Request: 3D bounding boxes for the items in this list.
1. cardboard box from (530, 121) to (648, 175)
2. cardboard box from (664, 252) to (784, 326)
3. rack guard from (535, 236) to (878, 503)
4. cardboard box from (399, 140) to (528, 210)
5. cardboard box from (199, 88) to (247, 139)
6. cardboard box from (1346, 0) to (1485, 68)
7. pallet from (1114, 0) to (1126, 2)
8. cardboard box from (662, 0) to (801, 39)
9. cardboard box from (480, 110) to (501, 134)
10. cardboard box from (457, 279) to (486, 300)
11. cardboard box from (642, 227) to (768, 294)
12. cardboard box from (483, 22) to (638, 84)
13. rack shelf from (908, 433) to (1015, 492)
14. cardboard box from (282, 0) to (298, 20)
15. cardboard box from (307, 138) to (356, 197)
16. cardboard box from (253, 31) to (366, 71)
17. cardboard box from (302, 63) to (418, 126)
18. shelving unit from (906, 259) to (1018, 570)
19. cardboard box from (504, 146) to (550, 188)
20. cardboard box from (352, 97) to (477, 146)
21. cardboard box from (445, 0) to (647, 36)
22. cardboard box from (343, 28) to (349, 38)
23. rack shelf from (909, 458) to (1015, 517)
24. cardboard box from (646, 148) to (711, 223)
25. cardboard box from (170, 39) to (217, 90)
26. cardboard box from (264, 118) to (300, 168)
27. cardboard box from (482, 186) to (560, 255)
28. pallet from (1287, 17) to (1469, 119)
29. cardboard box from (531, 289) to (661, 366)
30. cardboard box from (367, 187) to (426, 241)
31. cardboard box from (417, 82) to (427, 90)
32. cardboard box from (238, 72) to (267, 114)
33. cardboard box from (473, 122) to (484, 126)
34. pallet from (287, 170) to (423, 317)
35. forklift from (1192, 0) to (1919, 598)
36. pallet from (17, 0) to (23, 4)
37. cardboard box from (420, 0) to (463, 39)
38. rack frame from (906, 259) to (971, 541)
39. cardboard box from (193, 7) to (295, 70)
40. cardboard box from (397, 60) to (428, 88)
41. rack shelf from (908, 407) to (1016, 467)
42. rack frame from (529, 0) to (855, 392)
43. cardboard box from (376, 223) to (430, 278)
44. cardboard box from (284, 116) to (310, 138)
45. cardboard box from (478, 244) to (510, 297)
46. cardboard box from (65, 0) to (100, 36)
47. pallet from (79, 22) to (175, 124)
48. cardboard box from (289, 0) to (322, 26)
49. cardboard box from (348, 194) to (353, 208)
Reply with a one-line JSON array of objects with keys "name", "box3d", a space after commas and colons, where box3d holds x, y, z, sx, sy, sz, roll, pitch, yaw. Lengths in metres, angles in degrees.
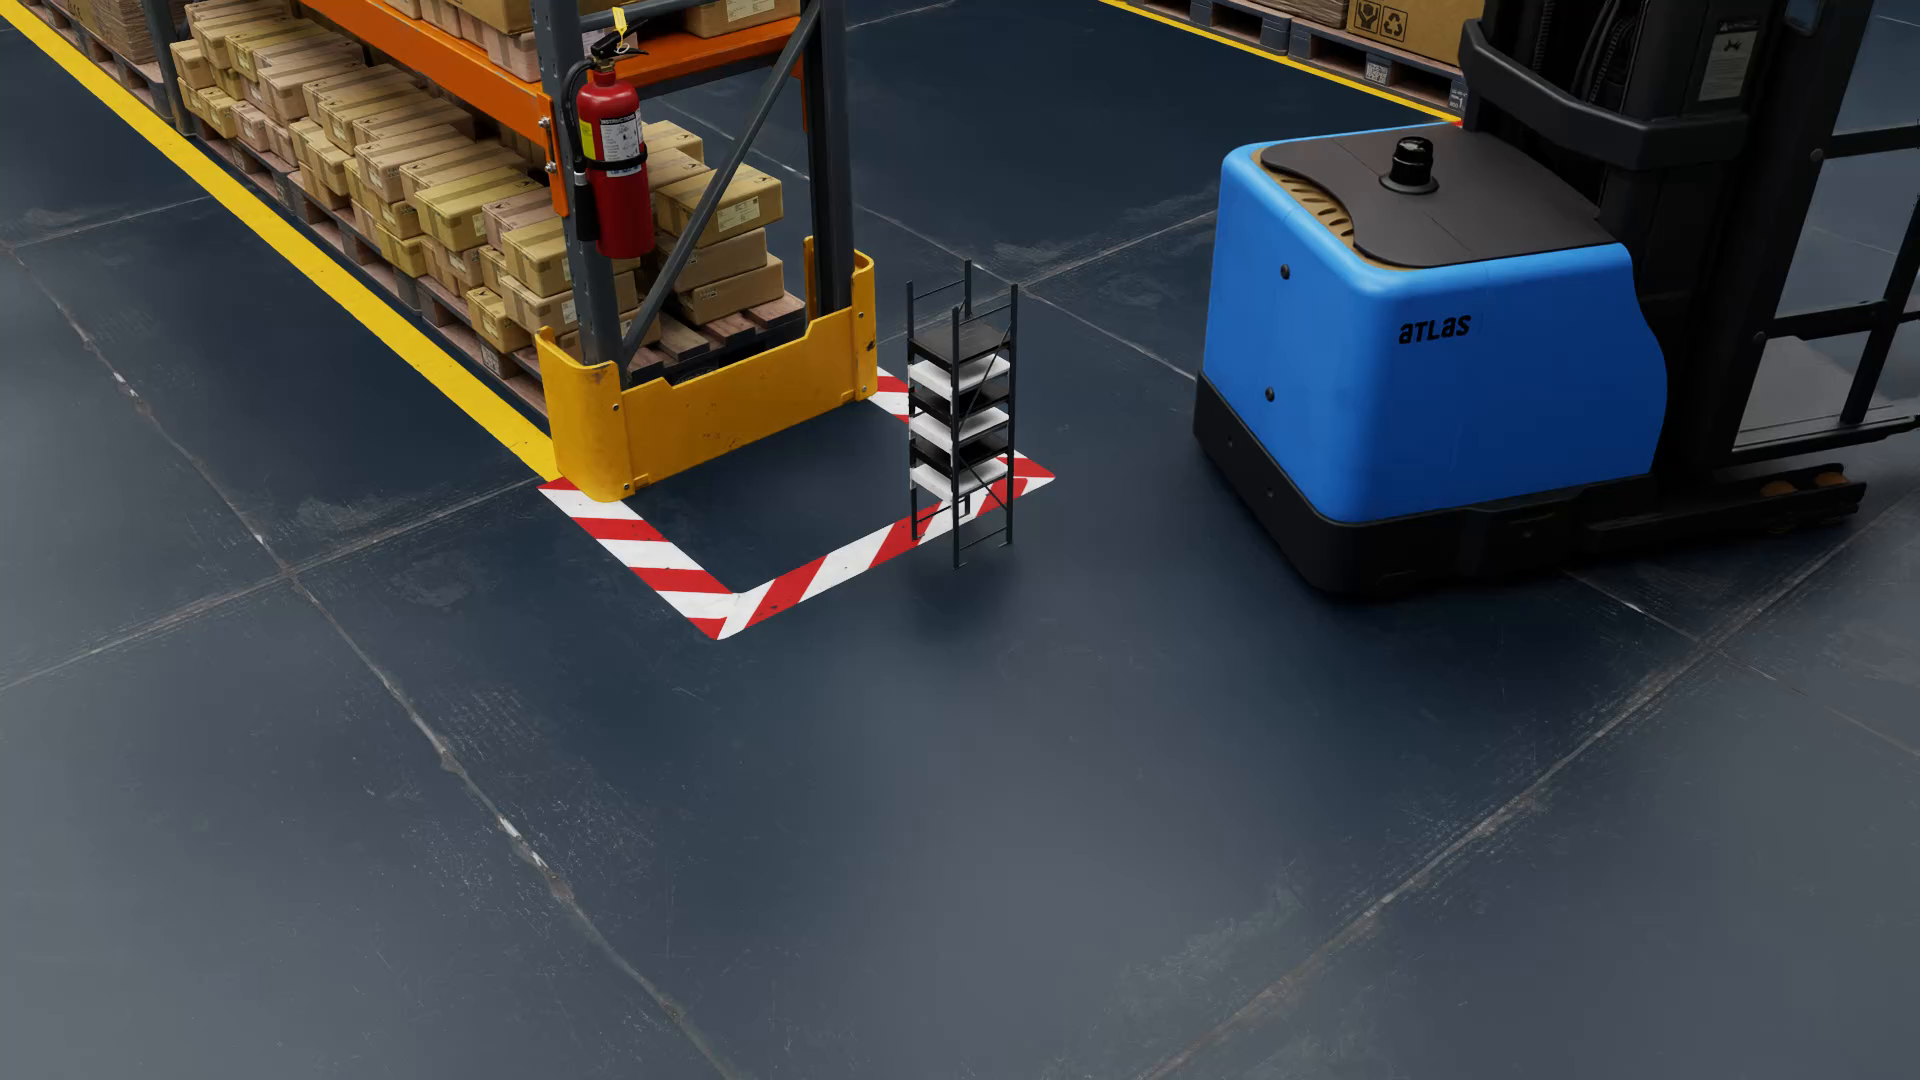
[{"name": "cardboard box", "box3d": [-1.415, -1.513, 6.380, 0.380, 0.149, 0.250, -28, 44, -34]}, {"name": "cardboard box", "box3d": [-0.872, -0.948, 6.097, 0.380, 0.149, 0.250, -25, 42, -31]}, {"name": "rack guard", "box3d": [-0.828, -0.603, 5.669, 1.175, 0.500, 0.348, -26, 43, -32]}, {"name": "cardboard box", "box3d": [-1.815, -1.317, 6.103, 0.380, 0.149, 0.250, -28, 44, -33]}, {"name": "cardboard box", "box3d": [-3.199, -1.966, 7.533, 0.380, 0.149, 0.250, -25, 42, -31]}, {"name": "cardboard box", "box3d": [2.601, -2.952, 8.298, 0.875, 0.875, 0.875, -26, 43, -32]}, {"name": "pallet", "box3d": [0.925, -3.658, 10.233, 1.003, 0.211, 1.213, -26, 43, -32]}, {"name": "cardboard box", "box3d": [-0.737, -1.752, 5.346, 0.380, 0.149, 0.250, -26, 43, -32]}, {"name": "cardboard box", "box3d": [-1.722, -1.772, 6.745, 0.380, 0.149, 0.250, -25, 42, -31]}, {"name": "cardboard box", "box3d": [-1.626, -0.977, 6.137, 0.380, 0.149, 0.250, -26, 43, -32]}, {"name": "cardboard box", "box3d": [-0.921, -1.046, 5.978, 0.380, 0.149, 0.250, -24, 42, -30]}, {"name": "cardboard box", "box3d": [-1.205, -1.526, 5.026, 0.380, 0.149, 0.250, -26, 43, -32]}, {"name": "rack shelf", "box3d": [0.005, -0.263, 5.056, 0.258, 0.077, 0.200, -26, 43, -32]}, {"name": "cardboard box", "box3d": [-3.634, -2.932, 8.594, 0.500, 0.500, 0.500, -24, 42, -30]}, {"name": "cardboard box", "box3d": [-2.368, -1.530, 6.660, 0.380, 0.149, 0.250, -26, 43, -31]}, {"name": "cardboard box", "box3d": [-2.777, -2.033, 7.114, 0.380, 0.149, 0.250, -27, 43, -33]}, {"name": "cardboard box", "box3d": [-2.436, -1.801, 6.786, 0.380, 0.149, 0.250, -28, 44, -34]}, {"name": "shelving unit", "box3d": [0.005, -0.364, 4.985, 0.258, 0.900, 0.210, -26, 43, -32]}, {"name": "cardboard box", "box3d": [-1.606, -1.499, 6.617, 0.380, 0.149, 0.250, -28, 44, -34]}, {"name": "cardboard box", "box3d": [-2.116, -1.573, 6.464, 0.380, 0.149, 0.250, -28, 44, -33]}, {"name": "cardboard box", "box3d": [-1.265, -1.854, 4.929, 0.500, 0.500, 0.500, -25, 42, -31]}, {"name": "cardboard box", "box3d": [-2.570, -2.341, 7.549, 0.380, 0.149, 0.250, -26, 43, -32]}, {"name": "rack shelf", "box3d": [0.005, -0.190, 5.108, 0.258, 0.077, 0.200, -26, 43, -32]}, {"name": "cardboard box", "box3d": [-1.127, -1.275, 6.044, 0.380, 0.149, 0.250, -25, 42, -31]}, {"name": "cardboard box", "box3d": [-3.370, -2.206, 7.615, 0.380, 0.149, 0.250, -24, 42, -30]}, {"name": "cardboard box", "box3d": [-2.797, -1.782, 7.274, 0.380, 0.149, 0.250, -27, 43, -33]}, {"name": "cardboard box", "box3d": [-1.432, -1.112, 5.813, 0.380, 0.149, 0.250, -25, 42, -31]}, {"name": "pallet", "box3d": [2.500, -2.581, 8.712, 1.003, 0.211, 1.213, -26, 43, -32]}, {"name": "cardboard box", "box3d": [-1.278, -0.752, 5.820, 0.380, 0.149, 0.250, -25, 42, -31]}, {"name": "cardboard box", "box3d": [-2.018, -1.298, 6.334, 0.380, 0.149, 0.250, -25, 42, -31]}, {"name": "cardboard box", "box3d": [-2.277, -1.985, 7.304, 0.380, 0.149, 0.250, -25, 42, -31]}, {"name": "cardboard box", "box3d": [-2.954, -2.033, 7.372, 0.380, 0.149, 0.250, -26, 43, -32]}, {"name": "cardboard box", "box3d": [-1.980, -1.726, 6.938, 0.380, 0.149, 0.250, -24, 42, -30]}, {"name": "pallet", "box3d": [-2.108, -1.396, 7.038, 1.003, 0.211, 1.213, -26, 43, -32]}, {"name": "forklift", "box3d": [2.365, -1.500, 4.832, 3.031, 2.935, 1.130, -10, 36, -13]}, {"name": "pallet", "box3d": [-5.438, -3.638, 10.204, 1.003, 0.211, 1.213, -26, 43, -32]}, {"name": "cardboard box", "box3d": [-1.510, -1.755, 5.349, 0.380, 0.149, 0.250, -26, 43, -32]}, {"name": "rack frame", "box3d": [-0.060, -0.409, 5.048, 0.240, 0.900, 0.006, -26, 43, -32]}, {"name": "cardboard box", "box3d": [-3.163, -2.233, 7.397, 0.380, 0.149, 0.250, -24, 42, -30]}, {"name": "cardboard box", "box3d": [-2.217, -2.112, 7.226, 0.380, 0.149, 0.250, -28, 44, -34]}, {"name": "rack shelf", "box3d": [0.005, -0.336, 5.004, 0.258, 0.077, 0.200, -26, 43, -32]}, {"name": "rack frame", "box3d": [-0.779, -1.590, 4.899, 1.000, 3.000, 0.127, -26, 43, -32]}, {"name": "cardboard box", "box3d": [-2.007, -1.170, 6.410, 0.380, 0.149, 0.250, -28, 44, -34]}, {"name": "cardboard box", "box3d": [-2.622, -1.783, 7.018, 0.380, 0.149, 0.250, -24, 42, -30]}, {"name": "cardboard box", "box3d": [-1.465, -0.981, 5.886, 0.380, 0.149, 0.250, -27, 43, -33]}, {"name": "cardboard box", "box3d": [-4.361, -2.966, 8.643, 0.500, 0.500, 0.500, -27, 43, -33]}, {"name": "pallet", "box3d": [-3.863, -2.561, 8.683, 1.003, 0.211, 1.213, -26, 43, -32]}, {"name": "cardboard box", "box3d": [-2.931, -2.546, 7.839, 0.380, 0.149, 0.250, -25, 42, -31]}, {"name": "cardboard box", "box3d": [-2.274, -1.438, 6.788, 0.380, 0.149, 0.250, -25, 42, -31]}]
